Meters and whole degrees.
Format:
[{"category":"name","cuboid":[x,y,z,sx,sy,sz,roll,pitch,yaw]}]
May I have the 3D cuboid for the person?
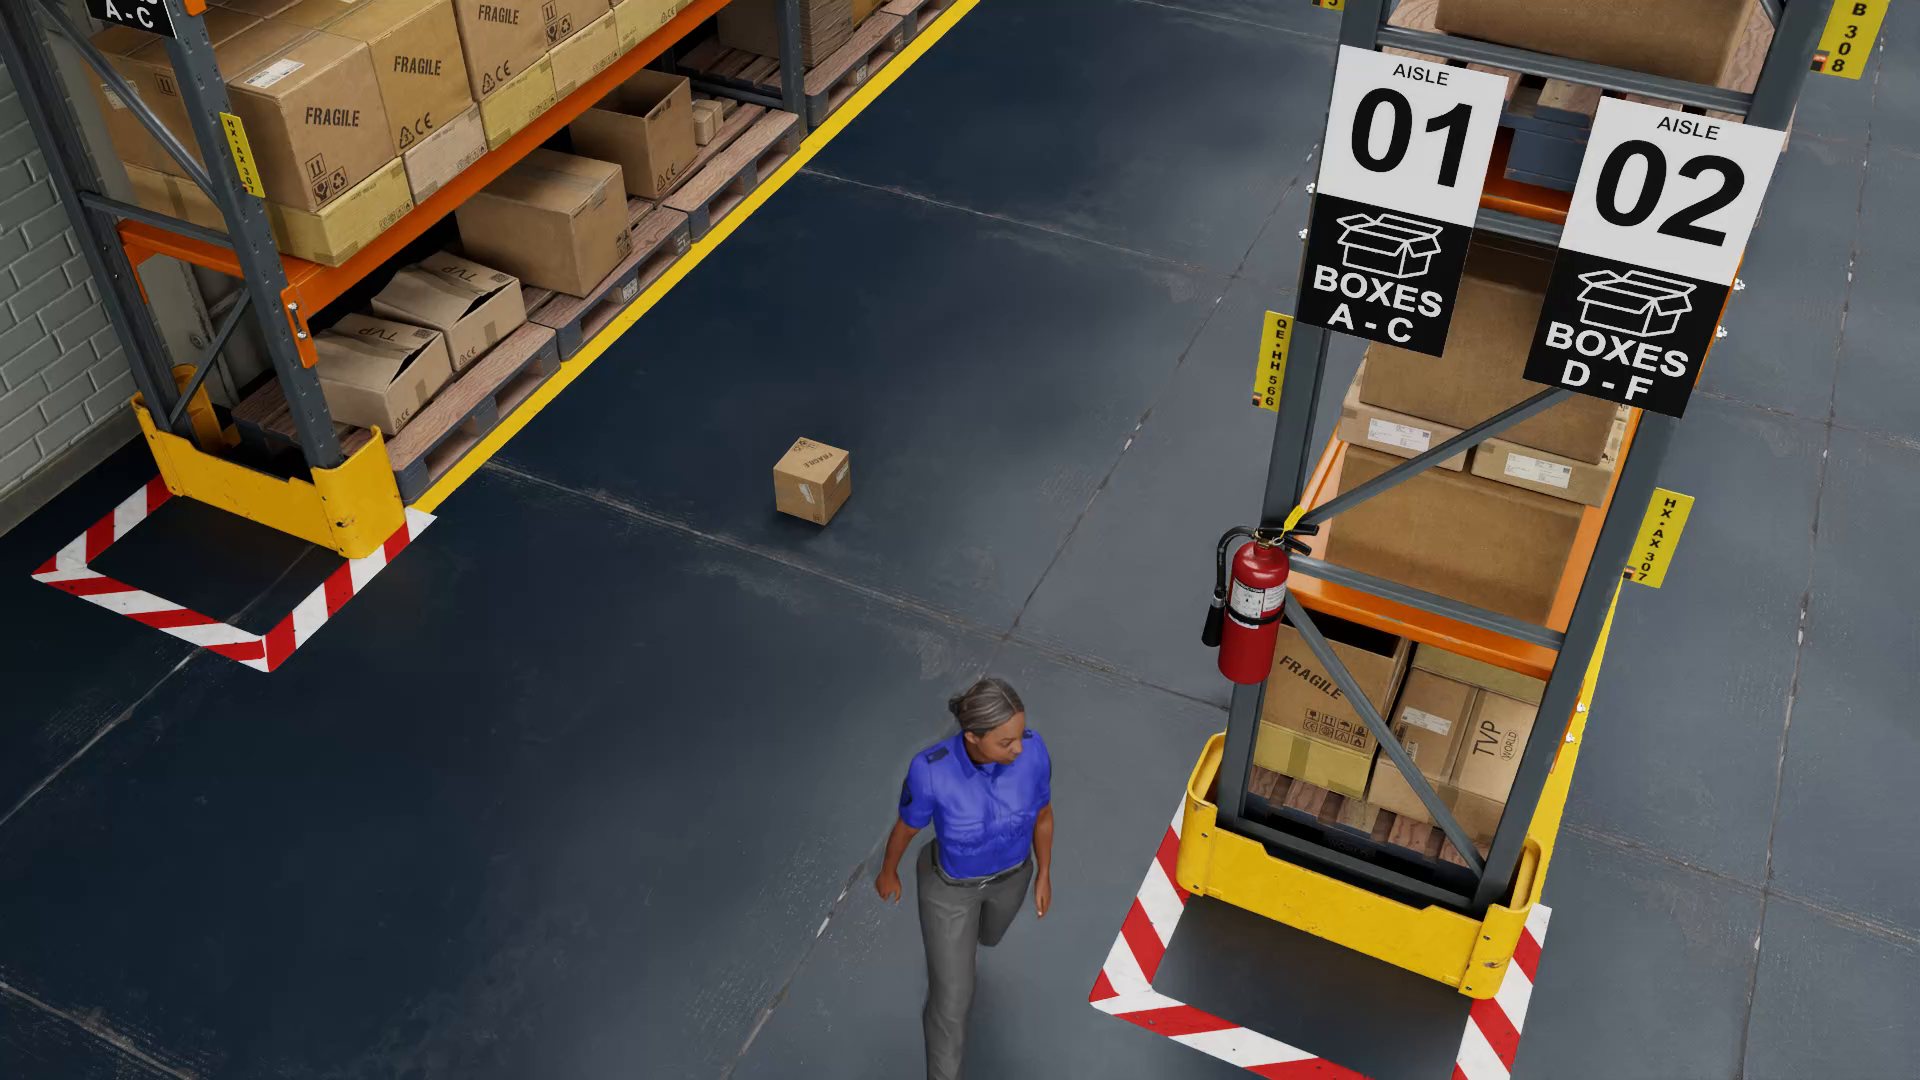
[{"category":"person","cuboid":[0.041,1.032,5.026,0.528,1.599,0.894,-15,44,-16]}]
